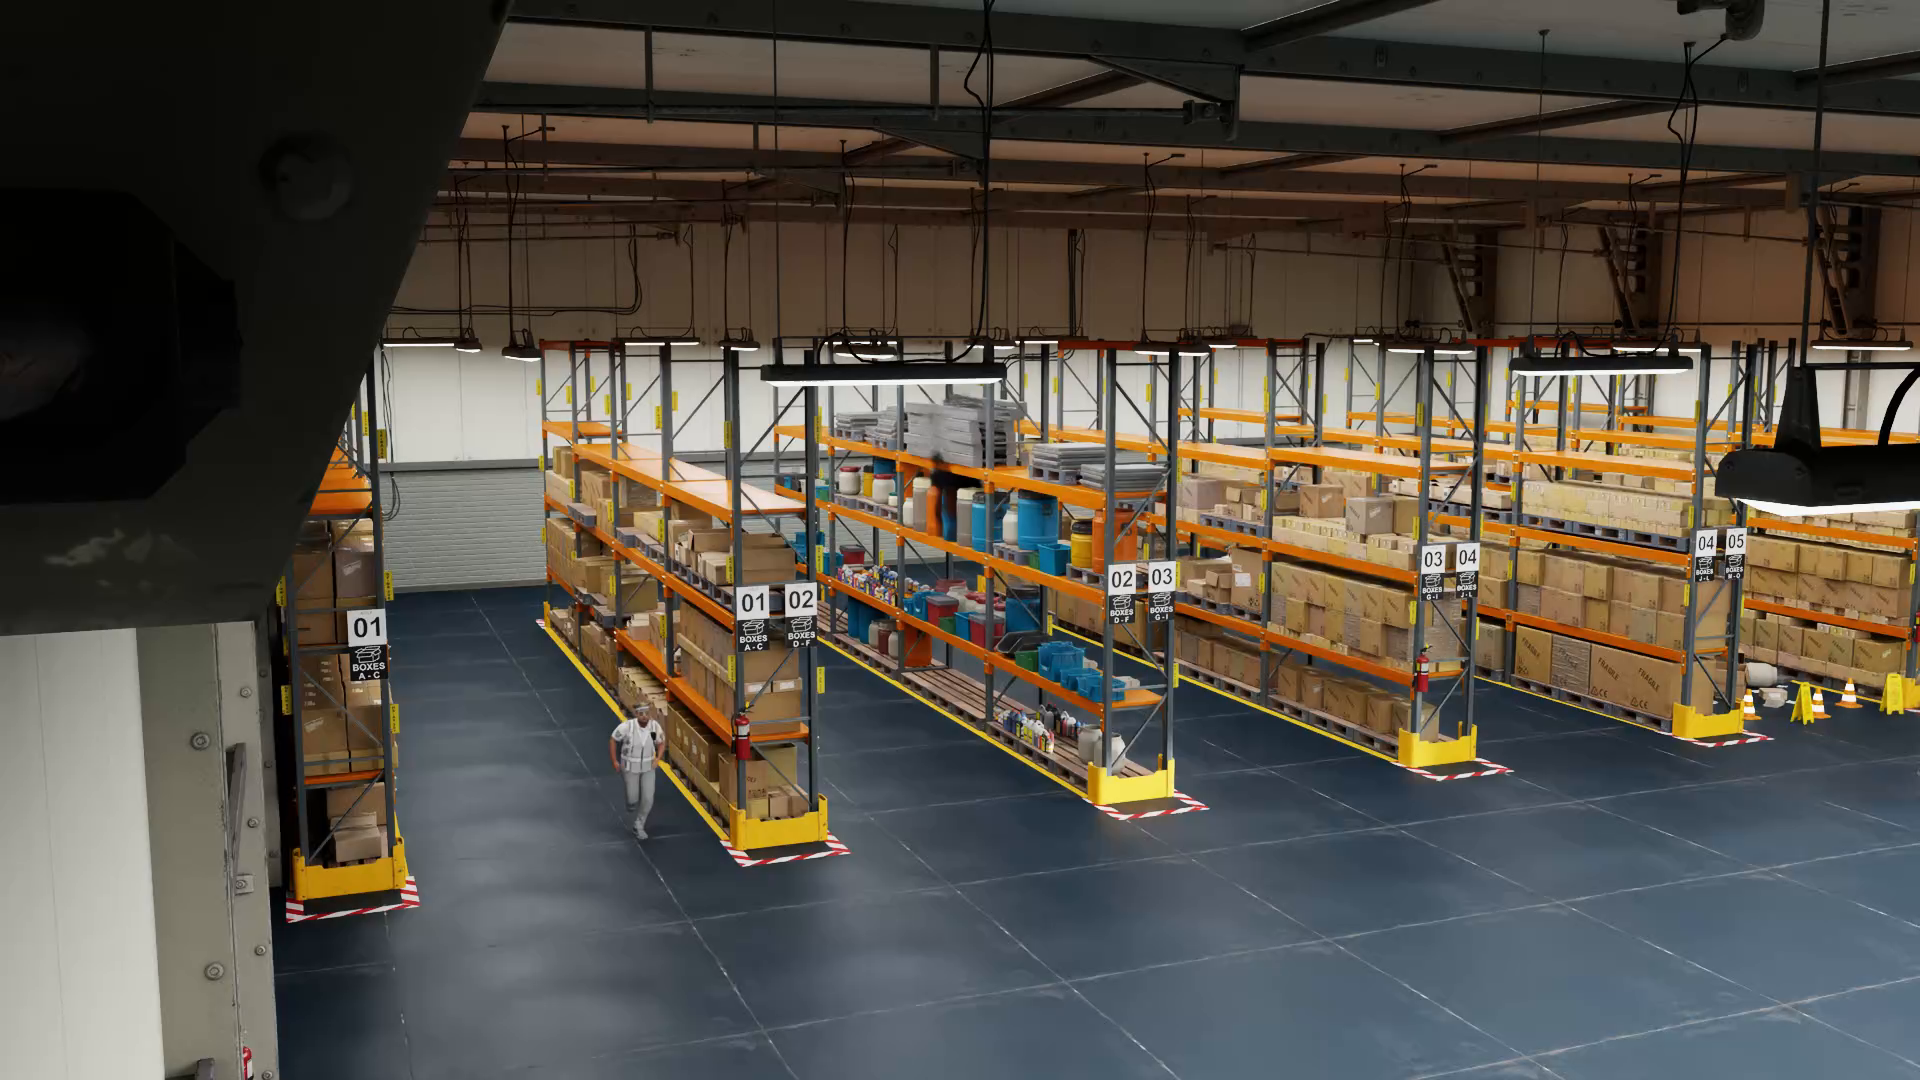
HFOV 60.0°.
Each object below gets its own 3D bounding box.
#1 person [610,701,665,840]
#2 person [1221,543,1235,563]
[{"bbox_3d":[-4.005,2.815,20.689,0.687,1.740,0.719,-3,8,-23],"label":"person"},{"bbox_3d":[5.711,0.897,35.496,0.584,1.702,1.092,-3,8,-22],"label":"person"}]
